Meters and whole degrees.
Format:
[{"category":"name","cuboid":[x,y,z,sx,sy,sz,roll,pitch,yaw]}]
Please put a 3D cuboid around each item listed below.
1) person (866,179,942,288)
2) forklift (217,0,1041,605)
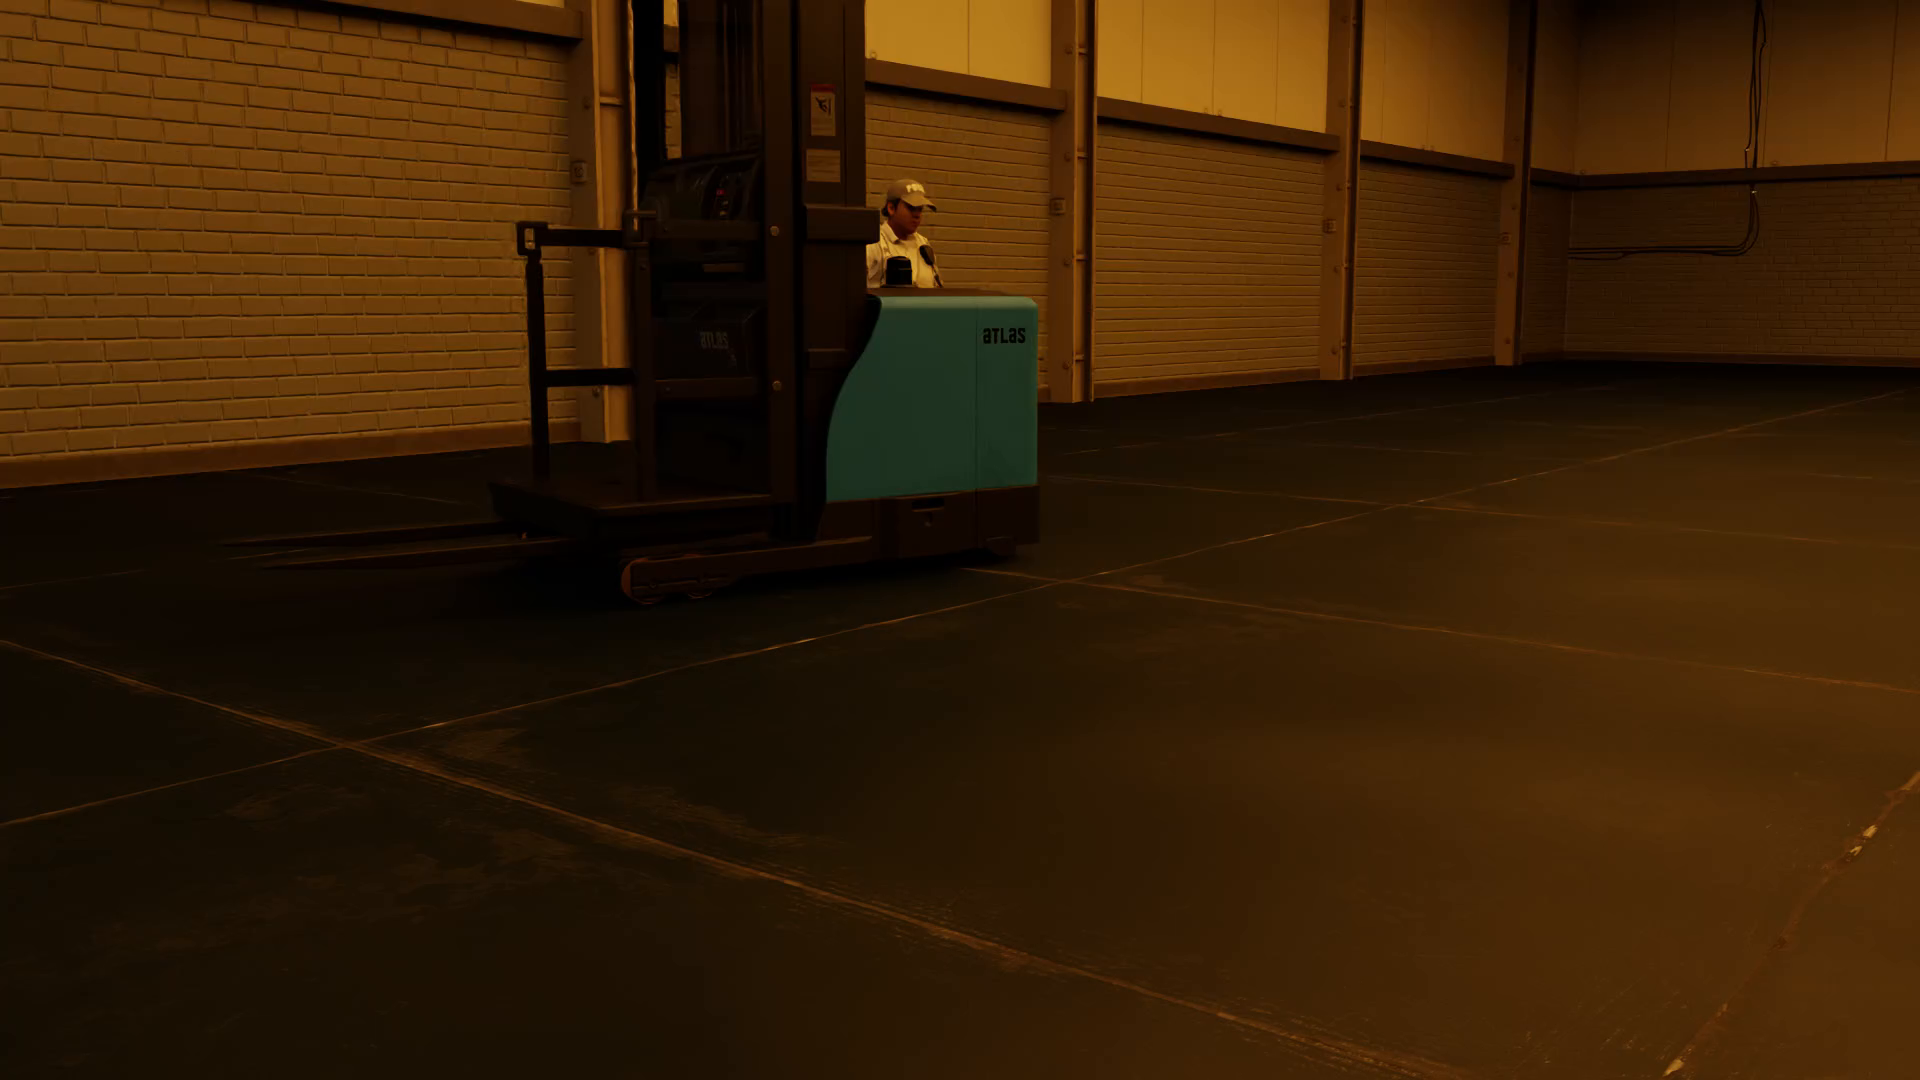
[{"category":"person","cuboid":[-0.288,-0.928,8.121,0.721,1.635,0.427,-7,11,-39]},{"category":"forklift","cuboid":[-1.166,-1.308,6.222,3.031,2.935,1.130,-6,10,-35]}]
